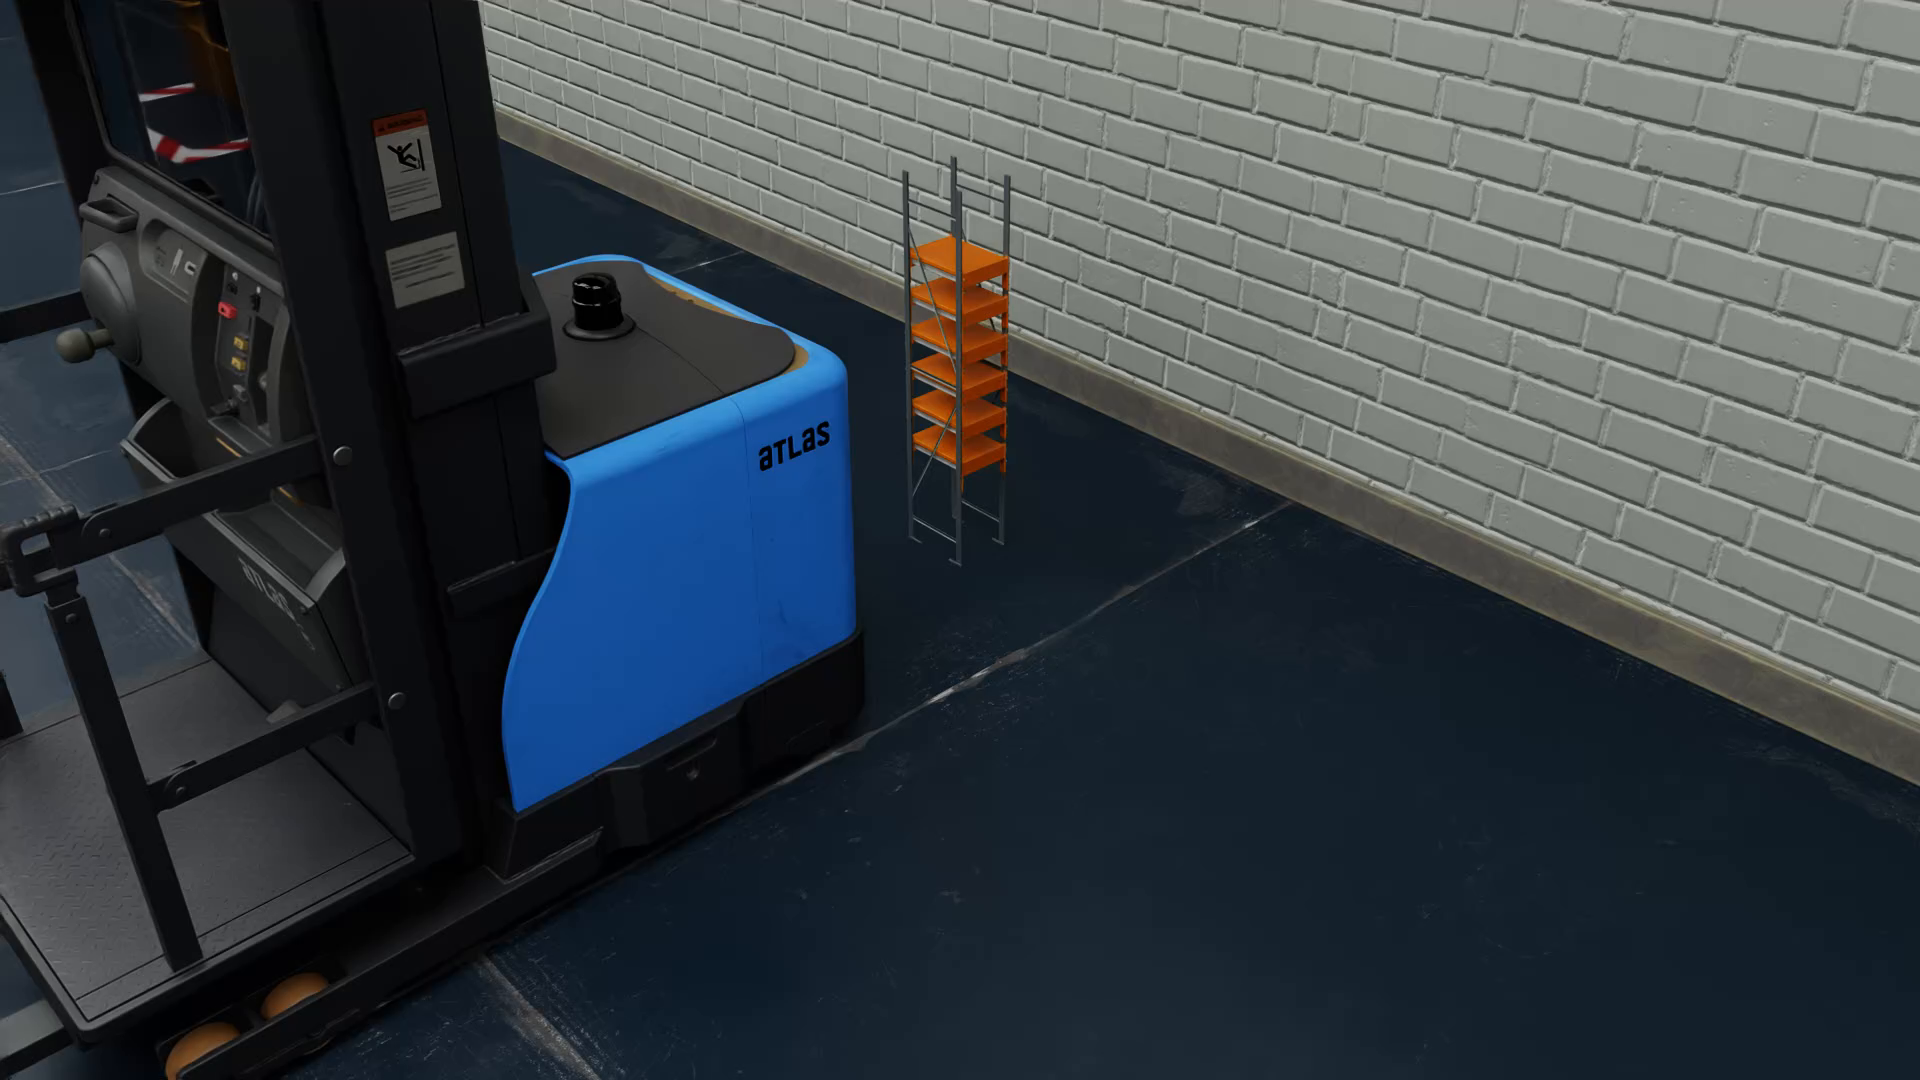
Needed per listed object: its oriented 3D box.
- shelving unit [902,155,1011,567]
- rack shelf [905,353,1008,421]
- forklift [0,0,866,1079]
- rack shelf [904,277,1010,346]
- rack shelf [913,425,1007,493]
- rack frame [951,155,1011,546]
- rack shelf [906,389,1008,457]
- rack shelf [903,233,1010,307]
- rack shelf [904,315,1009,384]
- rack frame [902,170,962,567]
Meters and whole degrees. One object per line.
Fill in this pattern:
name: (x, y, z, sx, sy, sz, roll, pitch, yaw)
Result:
shelving unit: (-0.011, -0.507, 4.929, 0.189, 1.200, 0.258, -26, 40, -35)
rack shelf: (-0.011, -0.469, 4.952, 0.180, 0.103, 0.258, -26, 40, -35)
forklift: (-1.658, -0.408, 3.108, 3.031, 2.935, 1.130, -27, 40, -37)
rack shelf: (-0.011, -0.674, 4.827, 0.180, 0.103, 0.258, -26, 40, -35)
rack shelf: (-0.011, -0.264, 5.077, 0.180, 0.103, 0.258, -26, 40, -35)
rack frame: (0.056, -0.539, 4.982, 0.006, 1.200, 0.240, -26, 40, -35)
rack shelf: (-0.011, -0.366, 5.014, 0.180, 0.103, 0.258, -26, 40, -35)
rack shelf: (-0.011, -0.776, 4.764, 0.180, 0.103, 0.258, -26, 40, -35)
rack shelf: (-0.011, -0.571, 4.889, 0.180, 0.103, 0.258, -26, 40, -35)
rack frame: (-0.078, -0.474, 4.876, 0.006, 1.200, 0.240, -26, 40, -35)
